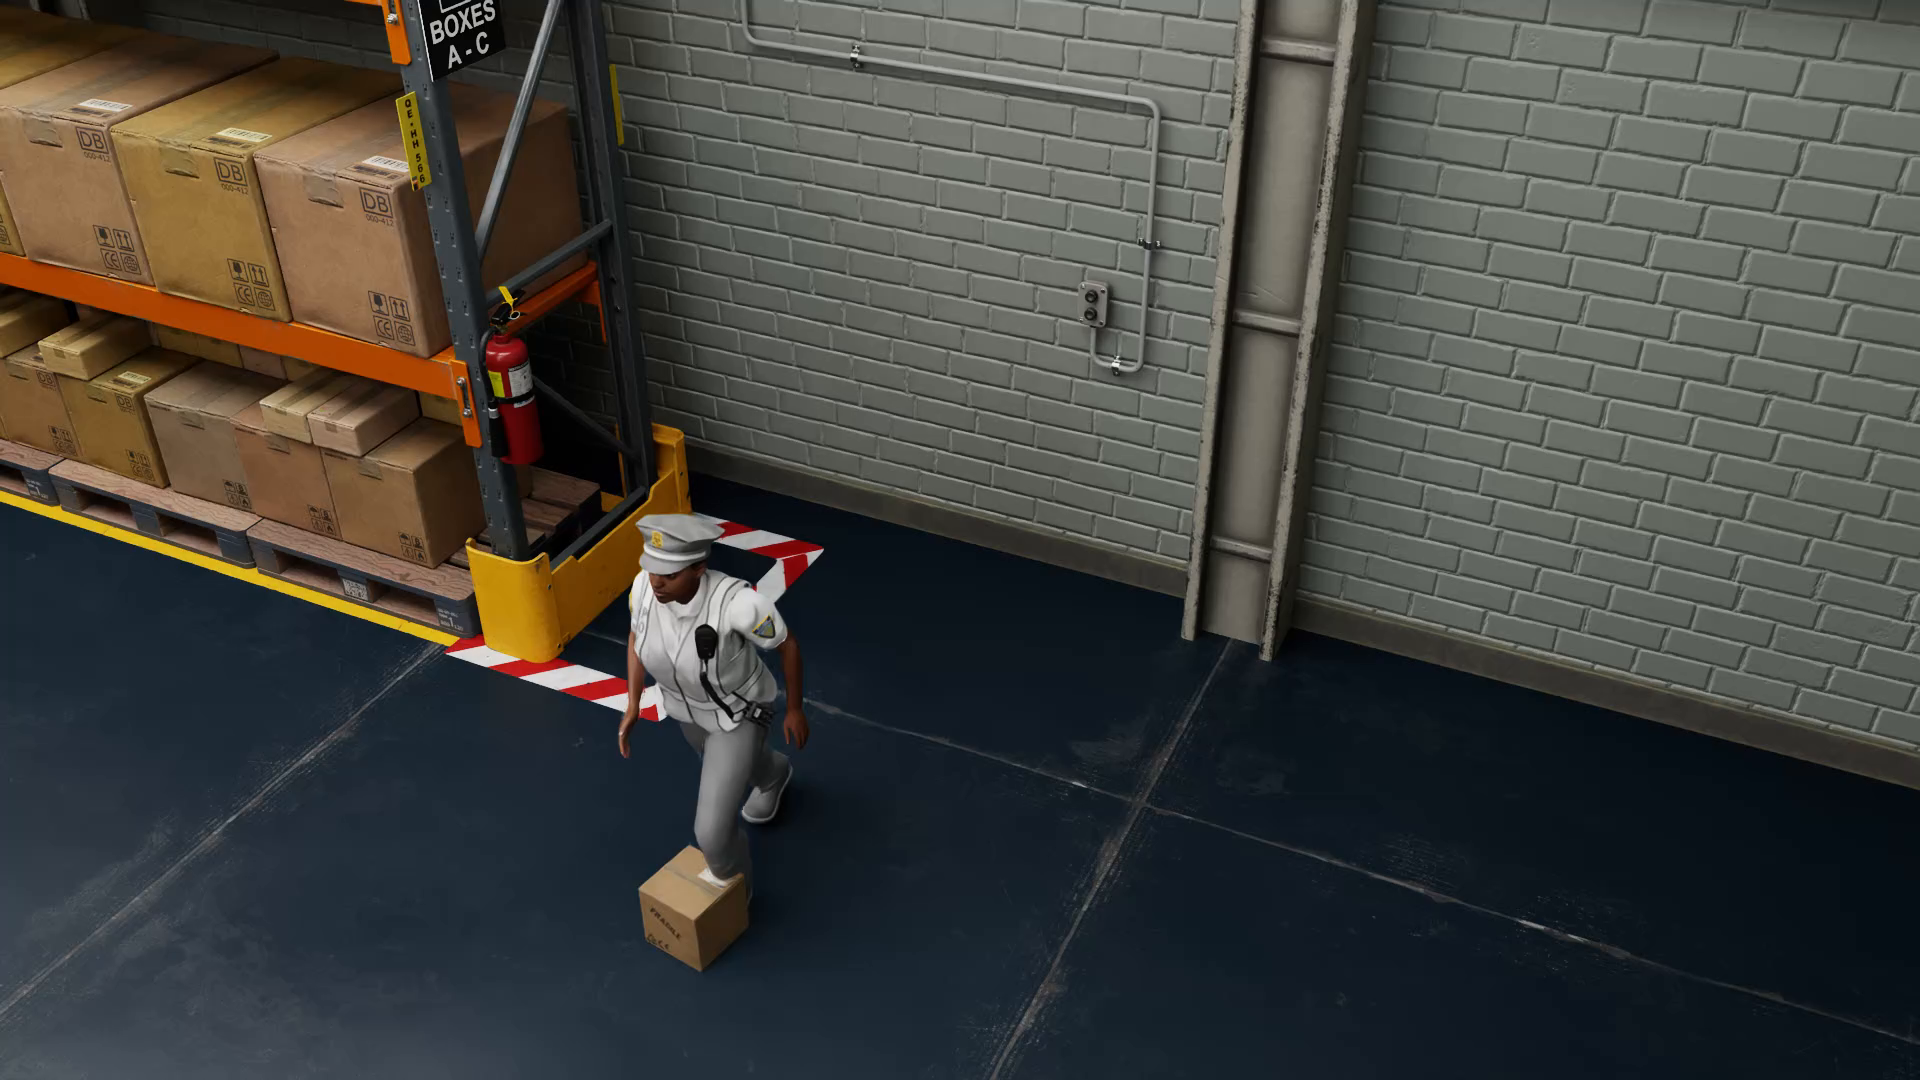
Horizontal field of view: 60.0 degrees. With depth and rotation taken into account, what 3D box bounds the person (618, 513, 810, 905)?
[{"bbox_3d":[-7.210,1.457,3.805,9.534,1.827,10.882,19,38,26],"label":"person"}]
